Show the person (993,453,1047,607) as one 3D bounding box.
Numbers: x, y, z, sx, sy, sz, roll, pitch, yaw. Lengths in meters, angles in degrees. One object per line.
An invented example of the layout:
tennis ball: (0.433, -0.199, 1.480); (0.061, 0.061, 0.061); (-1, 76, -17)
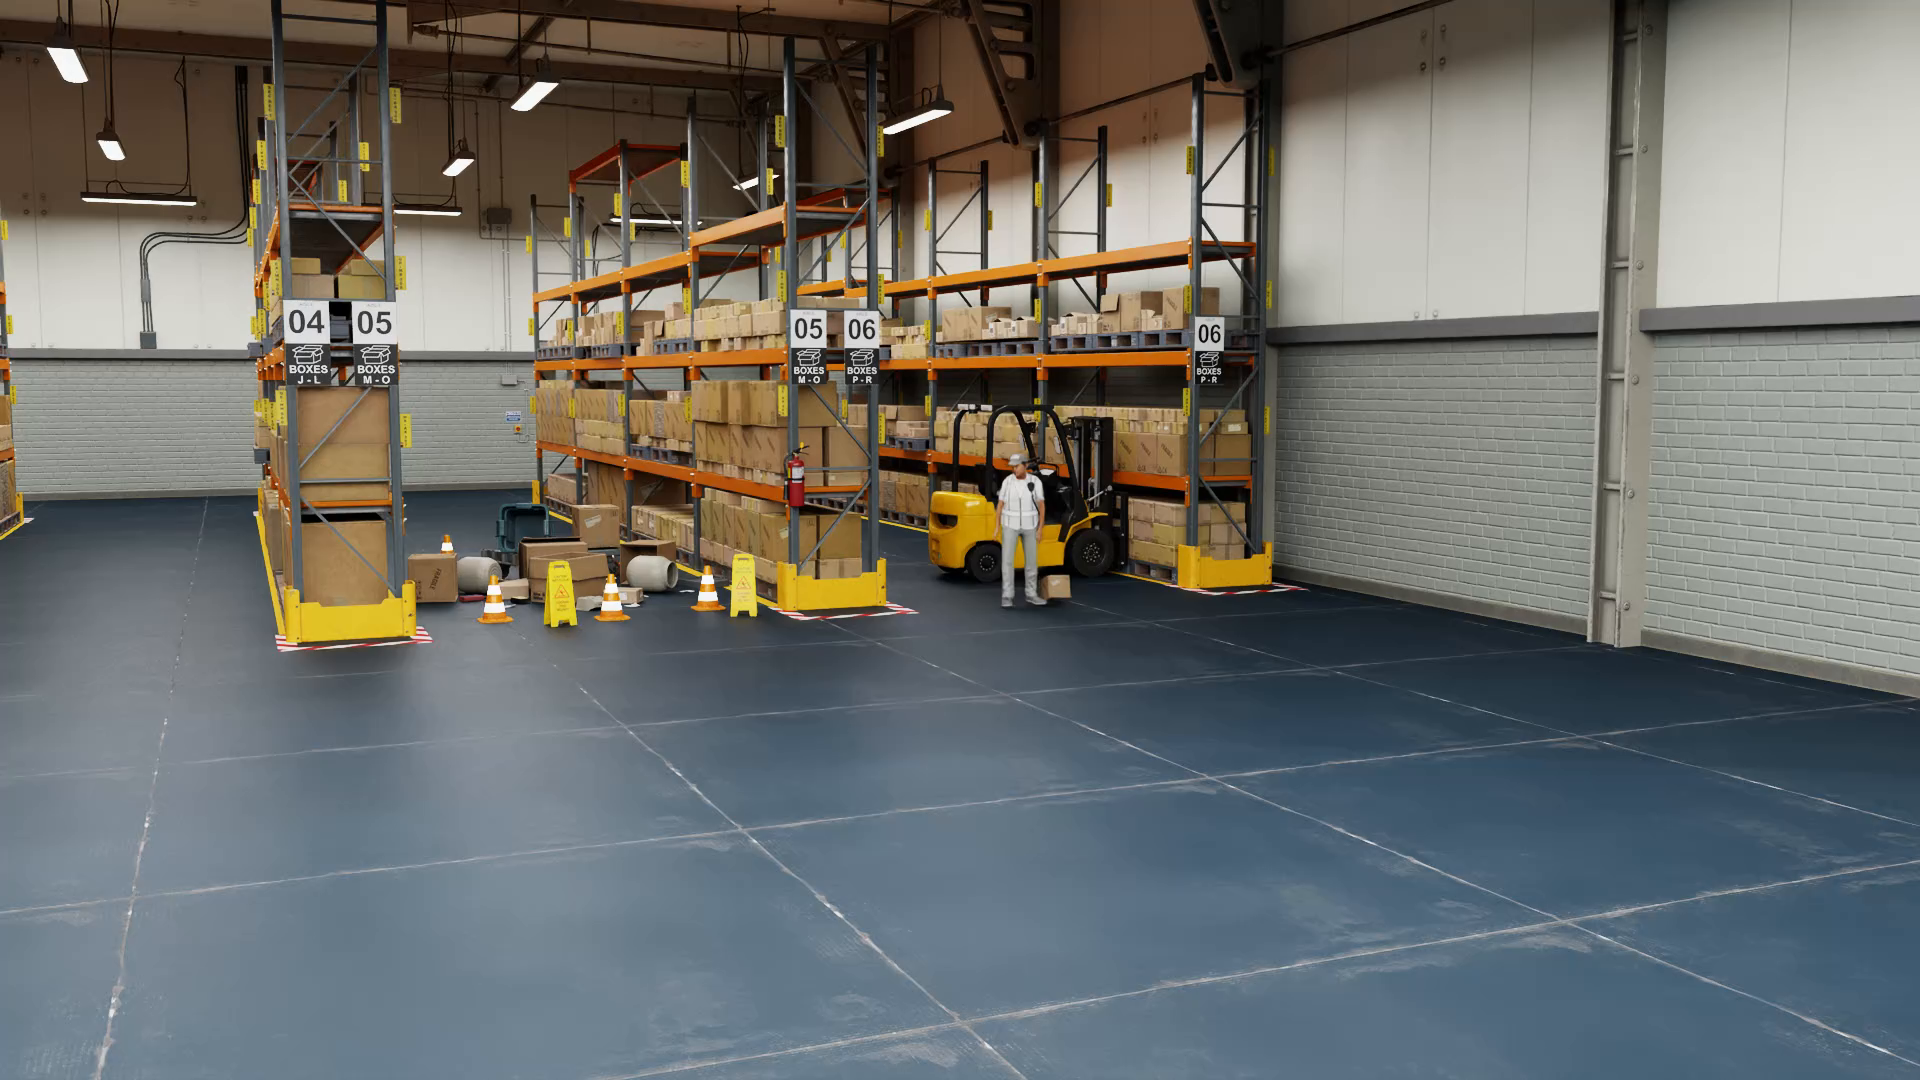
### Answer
person: (0.653, -0.112, 17.953); (0.587, 1.656, 0.561); (0, 6, 1)
